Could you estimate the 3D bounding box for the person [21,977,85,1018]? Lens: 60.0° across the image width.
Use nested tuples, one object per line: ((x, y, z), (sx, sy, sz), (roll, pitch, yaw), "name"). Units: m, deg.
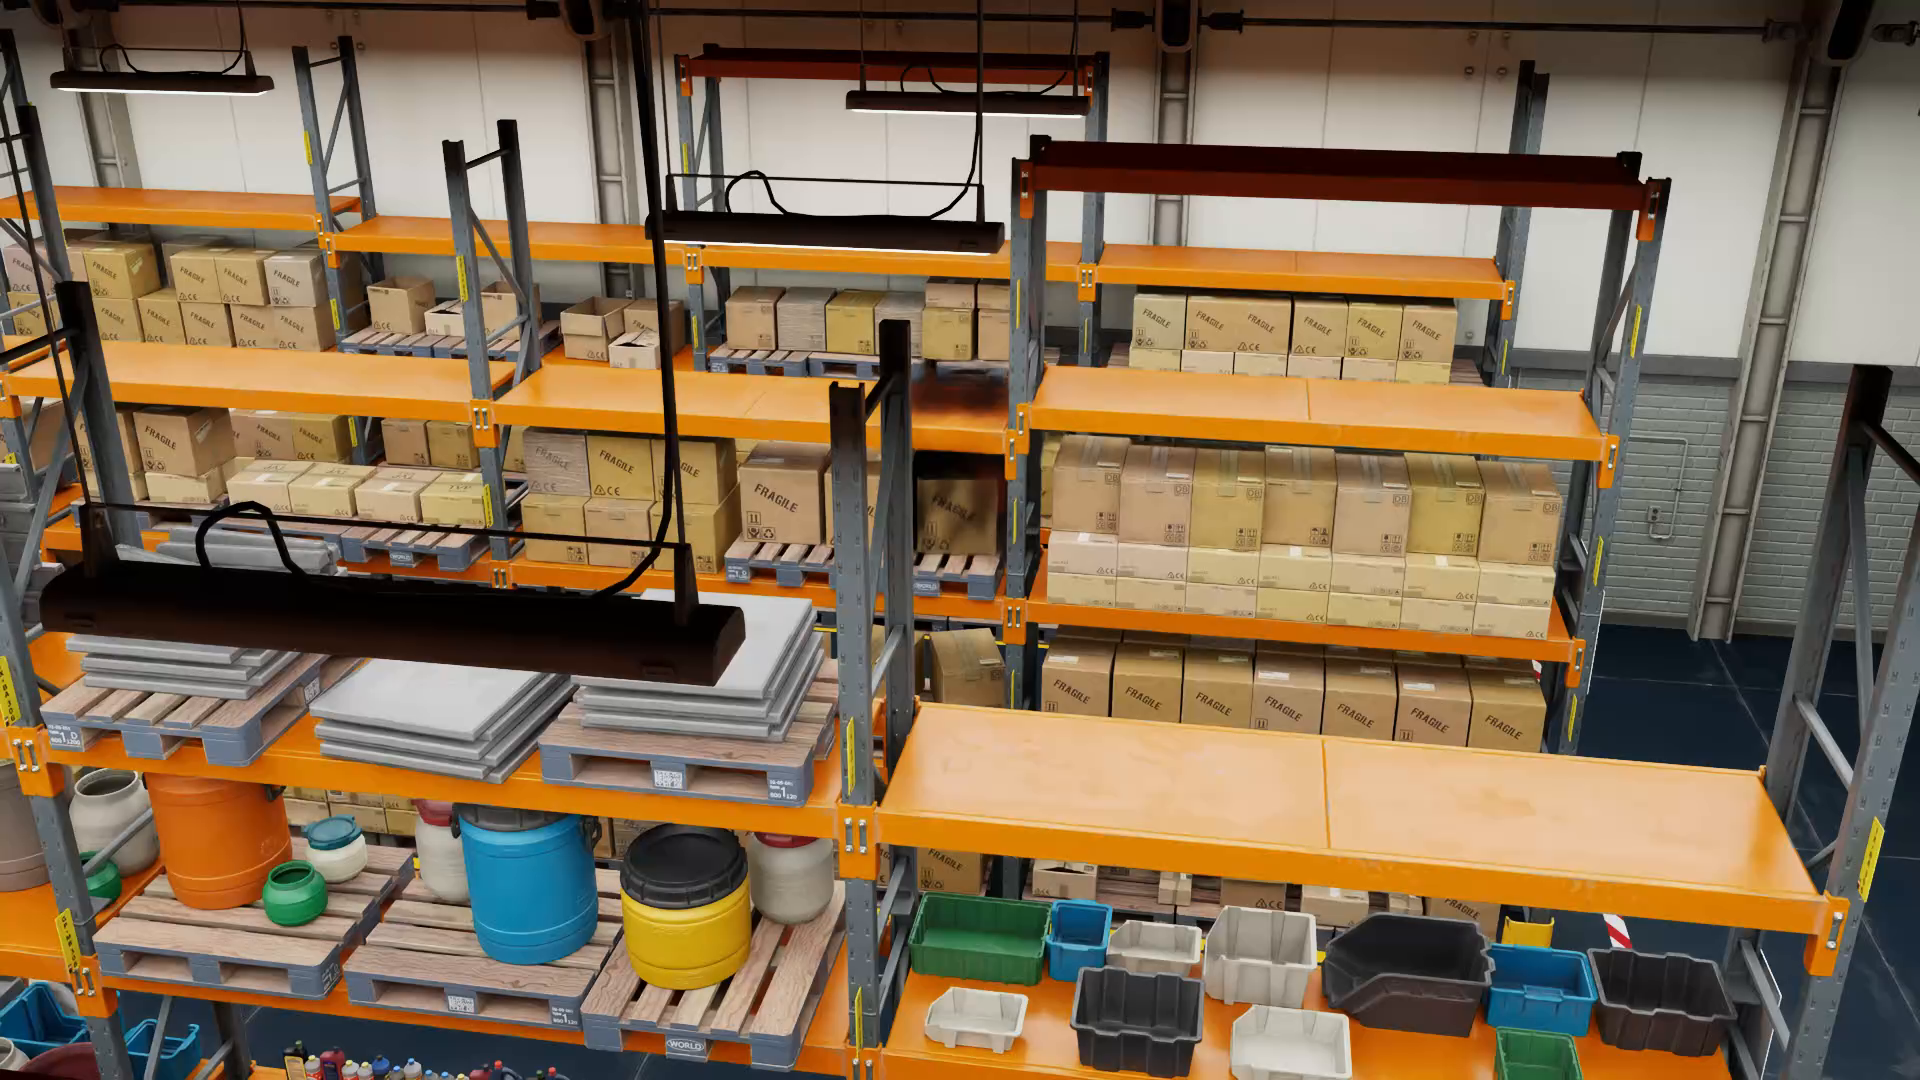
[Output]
((-6.237, 2.969, 11.241), (0.553, 1.815, 0.674), (-10, 25, -23), "person")
